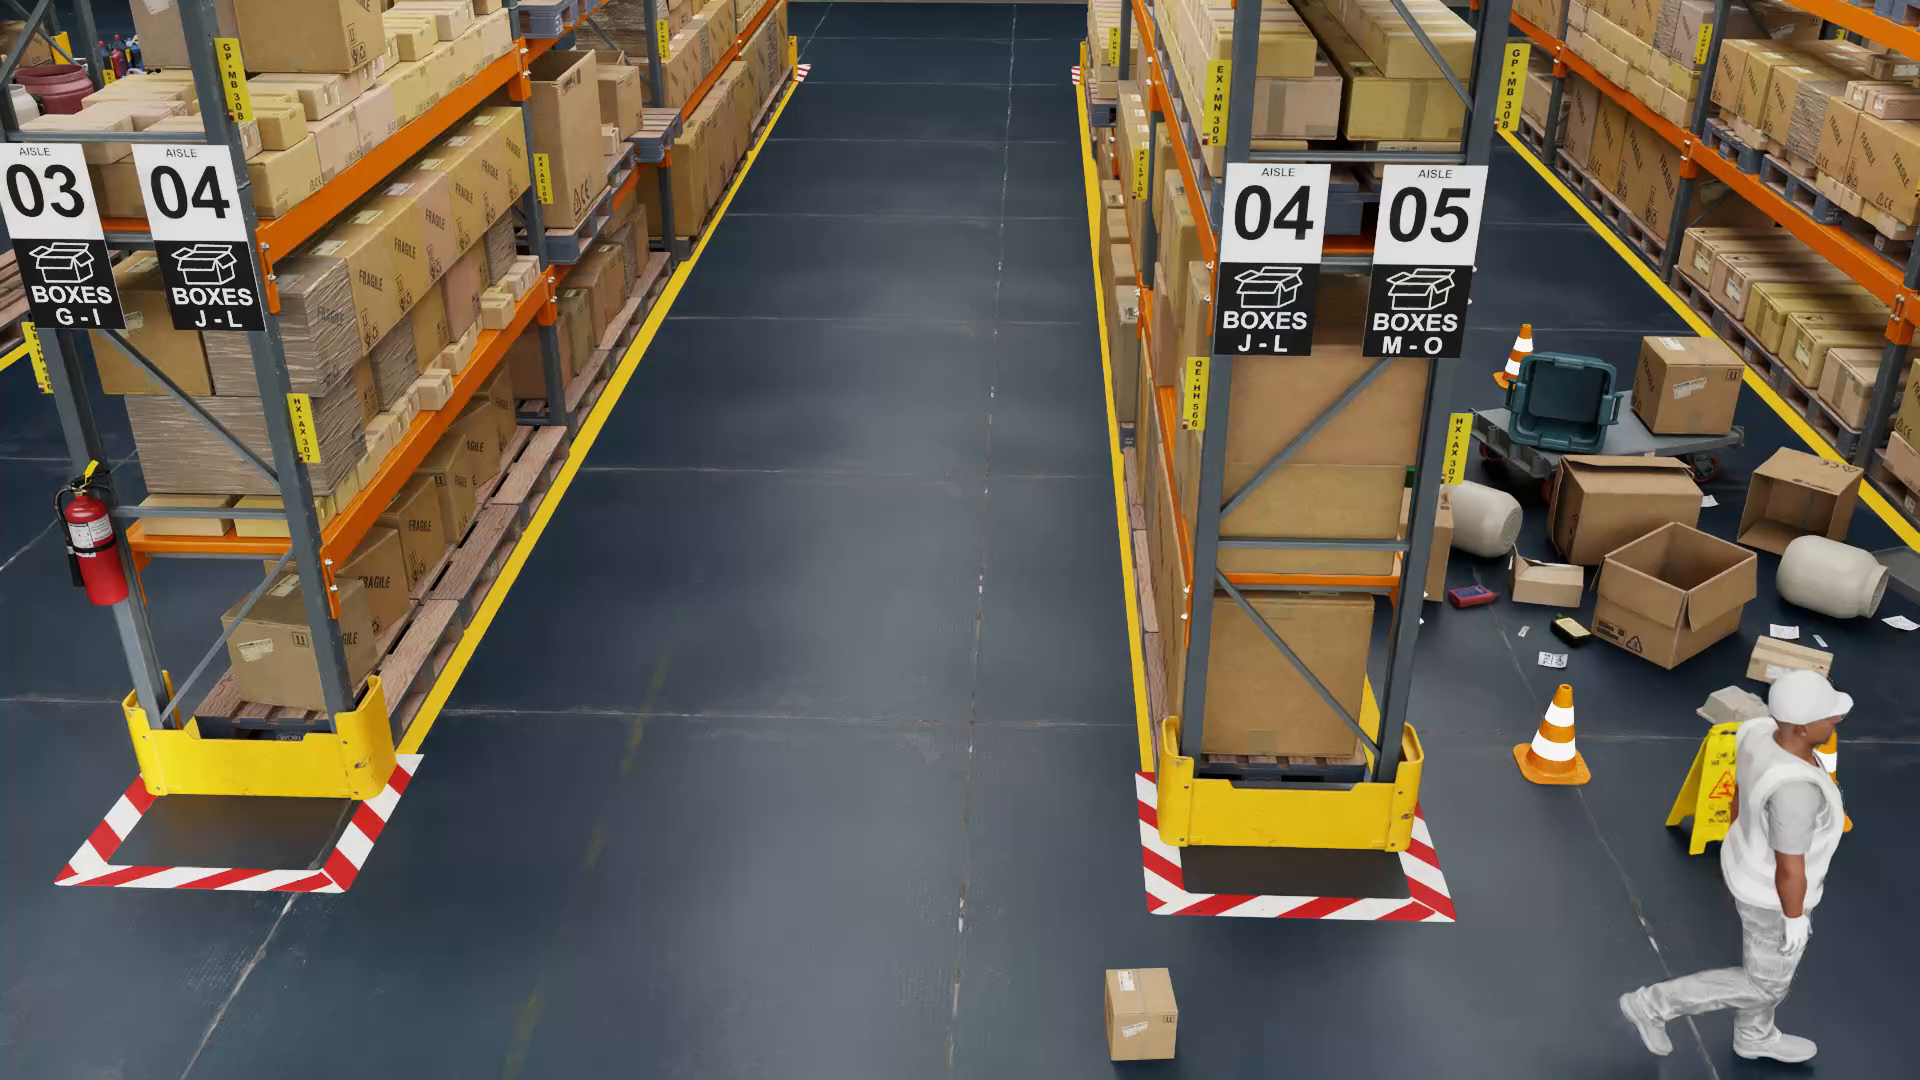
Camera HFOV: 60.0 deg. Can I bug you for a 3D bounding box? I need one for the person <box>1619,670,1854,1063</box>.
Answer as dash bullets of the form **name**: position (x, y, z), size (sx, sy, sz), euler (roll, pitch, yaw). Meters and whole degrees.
- **person**: position (2.972, 1.260, 6.185), size (0.795, 1.765, 0.548), euler (6, 28, 12)
